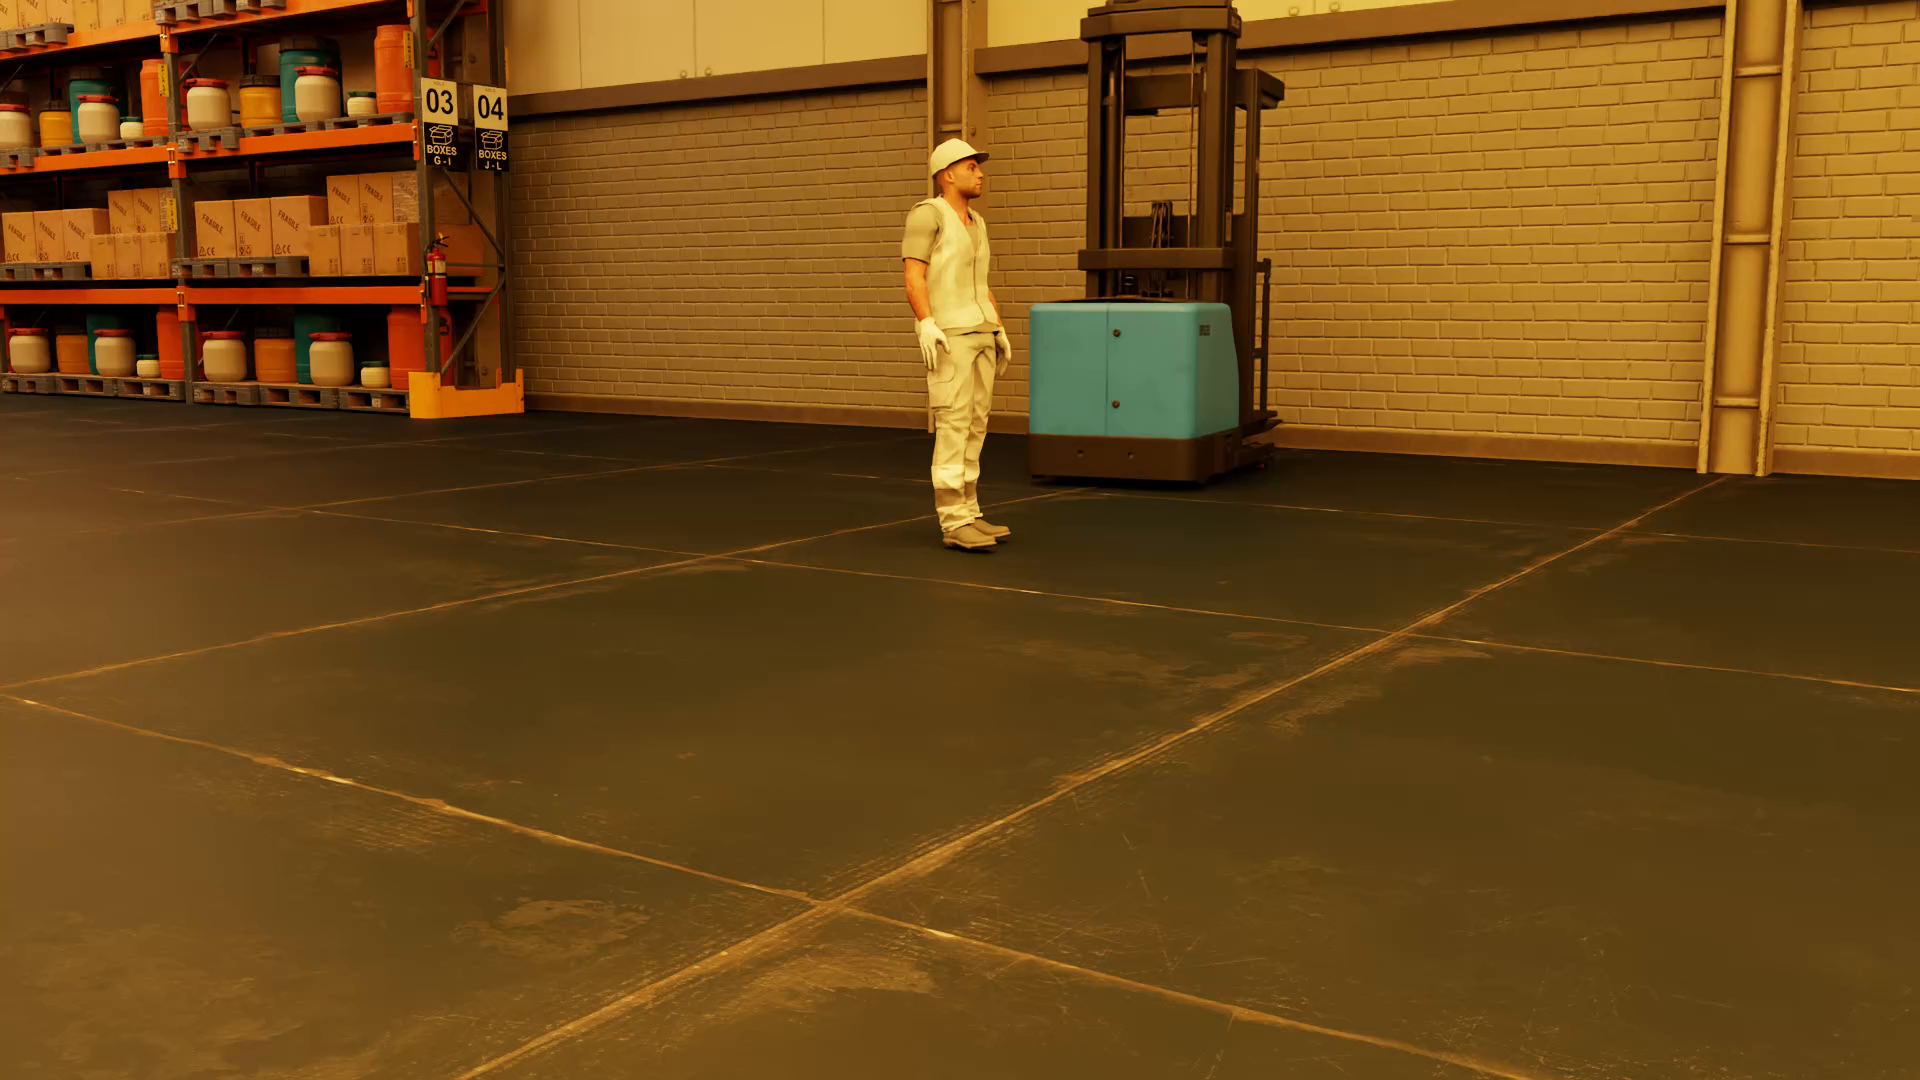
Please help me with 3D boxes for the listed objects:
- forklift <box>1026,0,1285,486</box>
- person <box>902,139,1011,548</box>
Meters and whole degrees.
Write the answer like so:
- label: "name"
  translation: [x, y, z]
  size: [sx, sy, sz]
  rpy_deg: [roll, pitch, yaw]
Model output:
- label: "forklift"
  translation: [1.446, -1.934, 10.791]
  size: [1.130, 2.935, 3.031]
  rpy_deg: [4, 9, 23]
- label: "person"
  translation: [0.061, -0.885, 7.421]
  size: [0.560, 1.790, 0.637]
  rpy_deg: [5, 10, 34]
